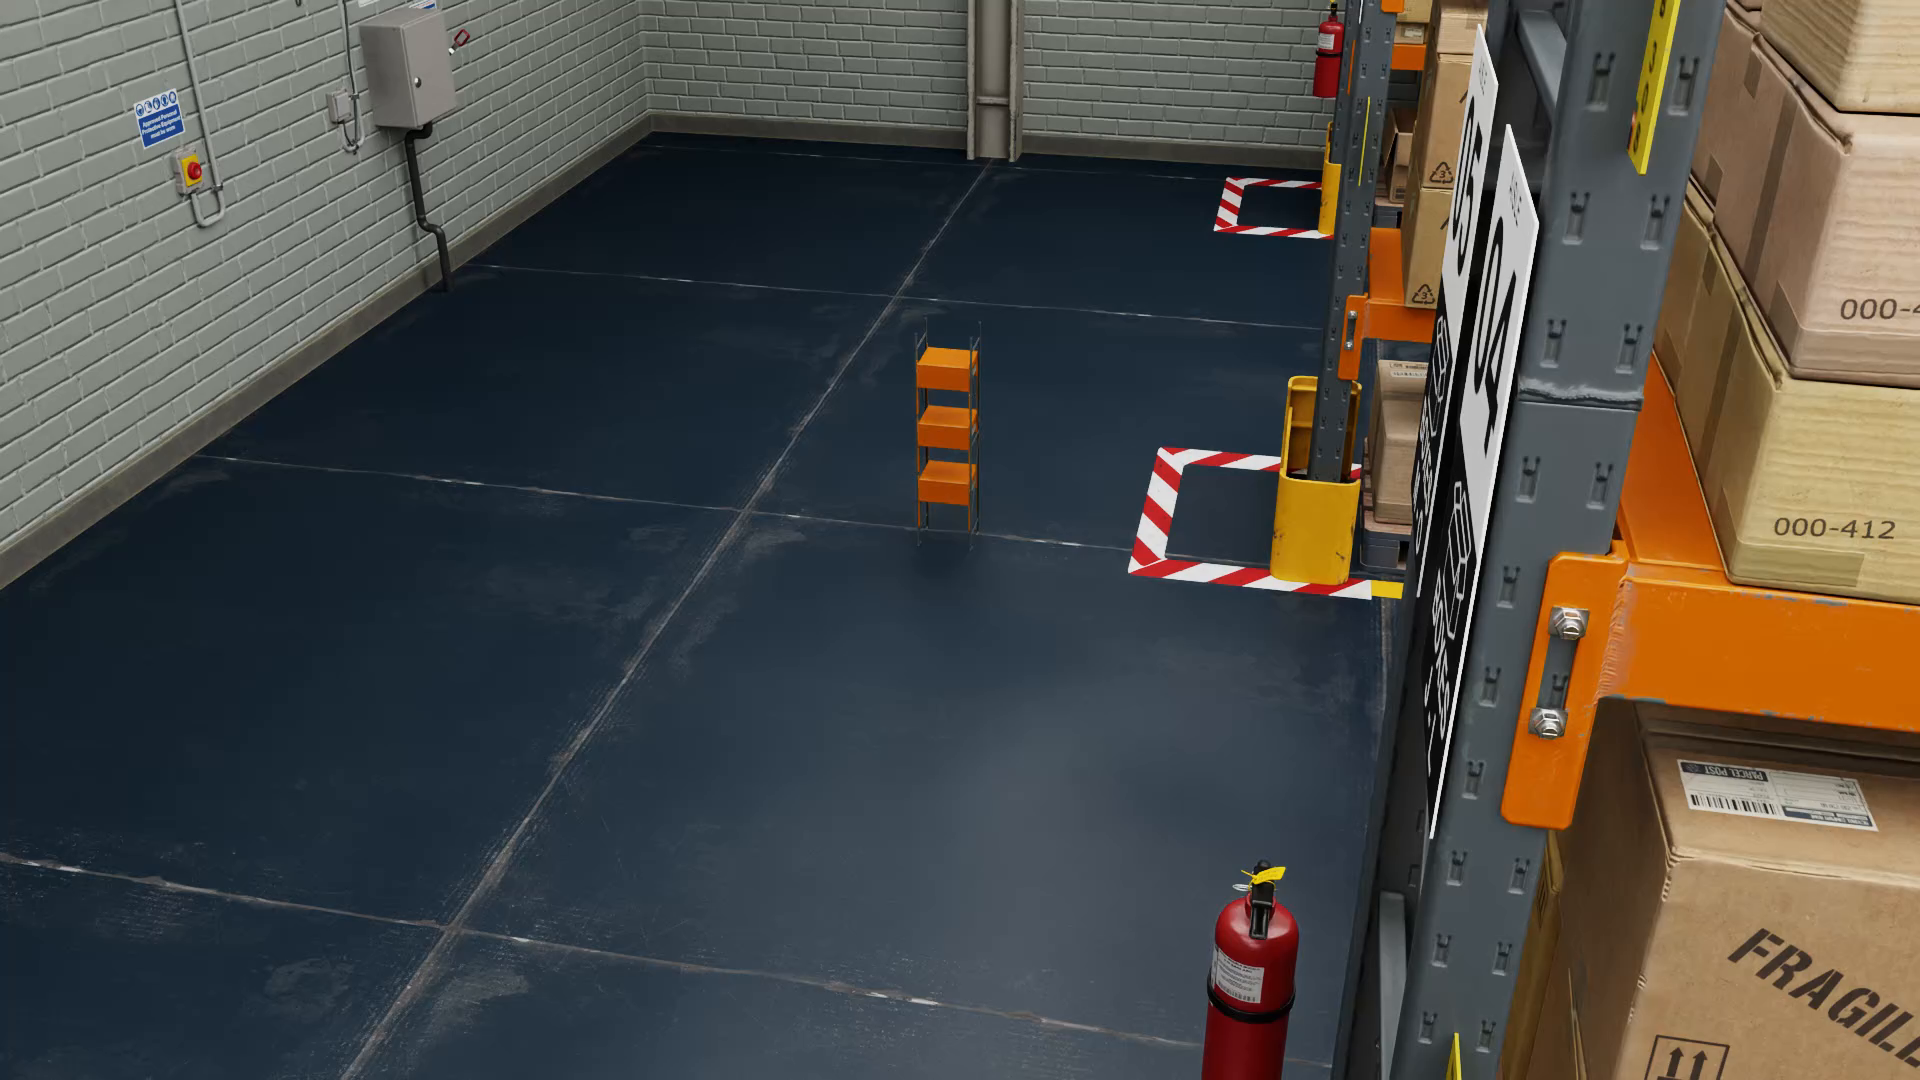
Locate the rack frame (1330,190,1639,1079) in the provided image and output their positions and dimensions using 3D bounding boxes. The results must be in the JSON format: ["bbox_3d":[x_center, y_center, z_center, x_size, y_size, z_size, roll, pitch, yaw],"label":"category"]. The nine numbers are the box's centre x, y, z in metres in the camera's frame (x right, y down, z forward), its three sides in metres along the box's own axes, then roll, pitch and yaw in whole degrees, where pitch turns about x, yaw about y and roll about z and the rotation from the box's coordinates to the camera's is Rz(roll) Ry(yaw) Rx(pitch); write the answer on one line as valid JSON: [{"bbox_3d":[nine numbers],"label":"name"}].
[{"bbox_3d":[0.760,0.939,2.911,0.127,3.000,1.000,6,29,11],"label":"rack frame"}]

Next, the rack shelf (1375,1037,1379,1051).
[{"bbox_3d":[2.716,1.455,2.717,4.000,0.370,1.077,6,29,11],"label":"rack shelf"}]

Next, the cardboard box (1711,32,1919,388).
[{"bbox_3d":[1.145,-0.363,1.802,0.500,0.250,0.500,6,29,11],"label":"cardboard box"}]

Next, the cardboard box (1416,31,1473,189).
[{"bbox_3d":[2.105,-1.696,6.579,0.500,0.500,0.500,5,29,9],"label":"cardboard box"}]

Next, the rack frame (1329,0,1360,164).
[{"bbox_3d":[2.728,-3.727,11.434,0.127,3.000,1.000,6,29,11],"label":"rack frame"}]

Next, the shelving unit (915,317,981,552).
[{"bbox_3d":[-0.052,-0.466,7.508,0.252,1.050,0.215,6,29,11],"label":"shelving unit"}]

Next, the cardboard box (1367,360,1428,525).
[{"bbox_3d":[2.361,-0.437,7.655,0.875,0.438,0.875,5,29,9],"label":"cardboard box"}]

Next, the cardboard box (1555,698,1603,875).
[{"bbox_3d":[1.259,0.255,2.705,0.500,0.500,0.500,5,29,10],"label":"cardboard box"}]

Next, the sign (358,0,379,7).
[{"bbox_3d":[-3.457,-3.279,9.756,0.001,0.242,0.339,6,29,11],"label":"sign"}]

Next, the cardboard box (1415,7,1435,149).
[{"bbox_3d":[2.216,-1.942,7.028,0.500,0.500,0.500,7,29,12],"label":"cardboard box"}]

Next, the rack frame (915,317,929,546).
[{"bbox_3d":[-0.172,-0.478,7.530,0.008,1.050,0.200,6,29,11],"label":"rack frame"}]

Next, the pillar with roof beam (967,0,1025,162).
[{"bbox_3d":[-0.620,-5.031,7.568,0.400,9.000,9.100,6,29,11],"label":"pillar with roof beam"}]

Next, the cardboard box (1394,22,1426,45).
[{"bbox_3d":[2.992,-3.455,11.199,0.250,0.149,0.380,6,29,10],"label":"cardboard box"}]

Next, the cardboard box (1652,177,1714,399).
[{"bbox_3d":[1.260,-0.389,2.370,0.500,0.250,0.500,5,29,9],"label":"cardboard box"}]

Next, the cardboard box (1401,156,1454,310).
[{"bbox_3d":[2.104,-1.257,6.818,0.500,0.500,0.500,6,29,10],"label":"cardboard box"}]

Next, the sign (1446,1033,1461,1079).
[{"bbox_3d":[0.647,0.814,2.238,0.005,0.325,0.100,6,29,11],"label":"sign"}]

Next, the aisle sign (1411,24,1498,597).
[{"bbox_3d":[0.751,-0.349,2.558,0.004,0.787,0.394,6,29,11],"label":"aisle sign"}]

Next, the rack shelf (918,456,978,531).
[{"bbox_3d":[-0.052,-0.213,7.646,0.240,0.259,0.215,6,29,11],"label":"rack shelf"}]

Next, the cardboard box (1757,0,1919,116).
[{"bbox_3d":[1.029,-0.566,1.756,0.250,0.149,0.380,6,29,10],"label":"cardboard box"}]

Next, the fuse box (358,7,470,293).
[{"bbox_3d":[-3.243,-2.357,10.273,0.414,1.711,0.539,6,29,11],"label":"fuse box"}]

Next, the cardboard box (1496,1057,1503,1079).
[{"bbox_3d":[1.138,0.949,3.154,0.250,0.149,0.380,6,29,11],"label":"cardboard box"}]

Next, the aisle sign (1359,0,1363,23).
[{"bbox_3d":[1.564,-2.407,6.316,0.004,0.787,0.394,6,29,11],"label":"aisle sign"}]

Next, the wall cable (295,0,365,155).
[{"bbox_3d":[-3.540,-3.063,9.163,0.122,1.984,0.588,6,29,11],"label":"wall cable"}]

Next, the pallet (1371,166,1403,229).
[{"bbox_3d":[3.582,-2.417,11.945,1.213,0.211,1.003,6,29,11],"label":"pallet"}]

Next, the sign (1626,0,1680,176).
[{"bbox_3d":[0.647,-0.505,1.515,0.005,0.325,0.100,6,29,11],"label":"sign"}]

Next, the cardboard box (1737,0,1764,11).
[{"bbox_3d":[1.146,-0.810,2.202,0.250,0.149,0.380,6,29,10],"label":"cardboard box"}]

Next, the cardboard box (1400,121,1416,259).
[{"bbox_3d":[2.222,-1.515,7.290,0.500,0.500,0.500,6,29,11],"label":"cardboard box"}]

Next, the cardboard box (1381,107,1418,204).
[{"bbox_3d":[3.306,-2.711,11.740,0.637,0.503,0.797,5,29,9],"label":"cardboard box"}]

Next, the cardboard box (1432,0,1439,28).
[{"bbox_3d":[2.088,-2.221,6.862,0.250,0.149,0.380,6,29,11],"label":"cardboard box"}]

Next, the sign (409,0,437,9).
[{"bbox_3d":[-3.343,-3.133,10.448,0.001,0.494,0.329,6,29,11],"label":"sign"}]

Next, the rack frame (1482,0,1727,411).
[{"bbox_3d":[0.760,-1.692,1.470,0.127,3.000,1.000,6,29,11],"label":"rack frame"}]

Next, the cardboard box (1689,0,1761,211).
[{"bbox_3d":[1.263,-0.603,2.241,0.500,0.250,0.500,5,29,9],"label":"cardboard box"}]

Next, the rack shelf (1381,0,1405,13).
[{"bbox_3d":[3.651,-2.195,6.262,4.000,0.370,1.077,6,29,11],"label":"rack shelf"}]

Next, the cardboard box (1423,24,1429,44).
[{"bbox_3d":[3.250,-3.451,11.192,0.250,0.149,0.380,7,29,12],"label":"cardboard box"}]

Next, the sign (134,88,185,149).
[{"bbox_3d":[-3.894,-2.052,8.093,0.001,0.218,0.327,6,29,11],"label":"sign"}]

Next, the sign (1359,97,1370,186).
[{"bbox_3d":[1.573,-1.550,6.474,0.005,0.325,0.100,6,29,11],"label":"sign"}]

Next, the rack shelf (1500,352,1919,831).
[{"bbox_3d":[2.716,0.139,1.997,4.000,0.370,1.077,6,29,11],"label":"rack shelf"}]

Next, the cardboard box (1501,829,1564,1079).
[{"bbox_3d":[1.253,0.689,2.954,0.500,0.500,0.500,6,29,12],"label":"cardboard box"}]

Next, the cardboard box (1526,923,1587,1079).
[{"bbox_3d":[1.141,0.940,2.496,0.500,0.500,0.500,7,30,13],"label":"cardboard box"}]

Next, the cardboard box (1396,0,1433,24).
[{"bbox_3d":[3.115,-3.620,11.085,0.500,0.250,0.500,6,29,11],"label":"cardboard box"}]

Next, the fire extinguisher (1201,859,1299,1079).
[{"bbox_3d":[0.610,0.895,3.461,0.183,0.674,0.296,6,29,11],"label":"fire extinguisher"}]

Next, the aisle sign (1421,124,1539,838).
[{"bbox_3d":[0.626,-0.068,2.043,0.004,0.787,0.394,6,29,11],"label":"aisle sign"}]

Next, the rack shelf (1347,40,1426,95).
[{"bbox_3d":[4.684,-3.211,11.241,4.000,0.370,1.077,6,29,11],"label":"rack shelf"}]

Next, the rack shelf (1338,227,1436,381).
[{"bbox_3d":[3.651,-0.880,6.982,4.000,0.370,1.077,6,29,11],"label":"rack shelf"}]

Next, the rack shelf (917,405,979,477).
[{"bbox_3d":[-0.052,-0.457,7.513,0.240,0.259,0.215,6,29,11],"label":"rack shelf"}]

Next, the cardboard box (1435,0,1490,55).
[{"bbox_3d":[1.984,-1.997,6.453,0.250,0.149,0.380,6,29,12],"label":"cardboard box"}]

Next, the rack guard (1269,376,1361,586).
[{"bbox_3d":[1.671,-0.302,7.780,0.348,0.500,1.175,6,29,11],"label":"rack guard"}]

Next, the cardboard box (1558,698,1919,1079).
[{"bbox_3d":[1.143,0.496,2.266,0.500,0.500,0.500,6,29,10],"label":"cardboard box"}]

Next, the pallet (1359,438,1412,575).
[{"bbox_3d":[2.493,-0.129,7.766,1.213,0.211,1.003,6,29,11],"label":"pallet"}]

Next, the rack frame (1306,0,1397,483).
[{"bbox_3d":[1.695,-1.396,7.176,0.127,3.000,1.000,6,29,11],"label":"rack frame"}]

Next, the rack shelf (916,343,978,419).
[{"bbox_3d":[-0.052,-0.705,7.377,0.240,0.259,0.215,6,29,11],"label":"rack shelf"}]

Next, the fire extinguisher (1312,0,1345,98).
[{"bbox_3d":[2.487,-3.327,11.173,0.183,0.674,0.296,6,29,11],"label":"fire extinguisher"}]

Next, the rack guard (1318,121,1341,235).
[{"bbox_3d":[2.802,-2.623,12.021,0.348,0.500,1.175,6,29,11],"label":"rack guard"}]

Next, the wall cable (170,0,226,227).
[{"bbox_3d":[-3.825,-2.410,7.937,0.123,1.953,0.585,6,29,11],"label":"wall cable"}]

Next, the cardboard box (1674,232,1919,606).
[{"bbox_3d":[1.146,-0.146,1.925,0.500,0.250,0.500,7,29,12],"label":"cardboard box"}]

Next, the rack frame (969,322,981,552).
[{"bbox_3d":[0.067,-0.454,7.485,0.008,1.050,0.200,6,29,11],"label":"rack frame"}]
